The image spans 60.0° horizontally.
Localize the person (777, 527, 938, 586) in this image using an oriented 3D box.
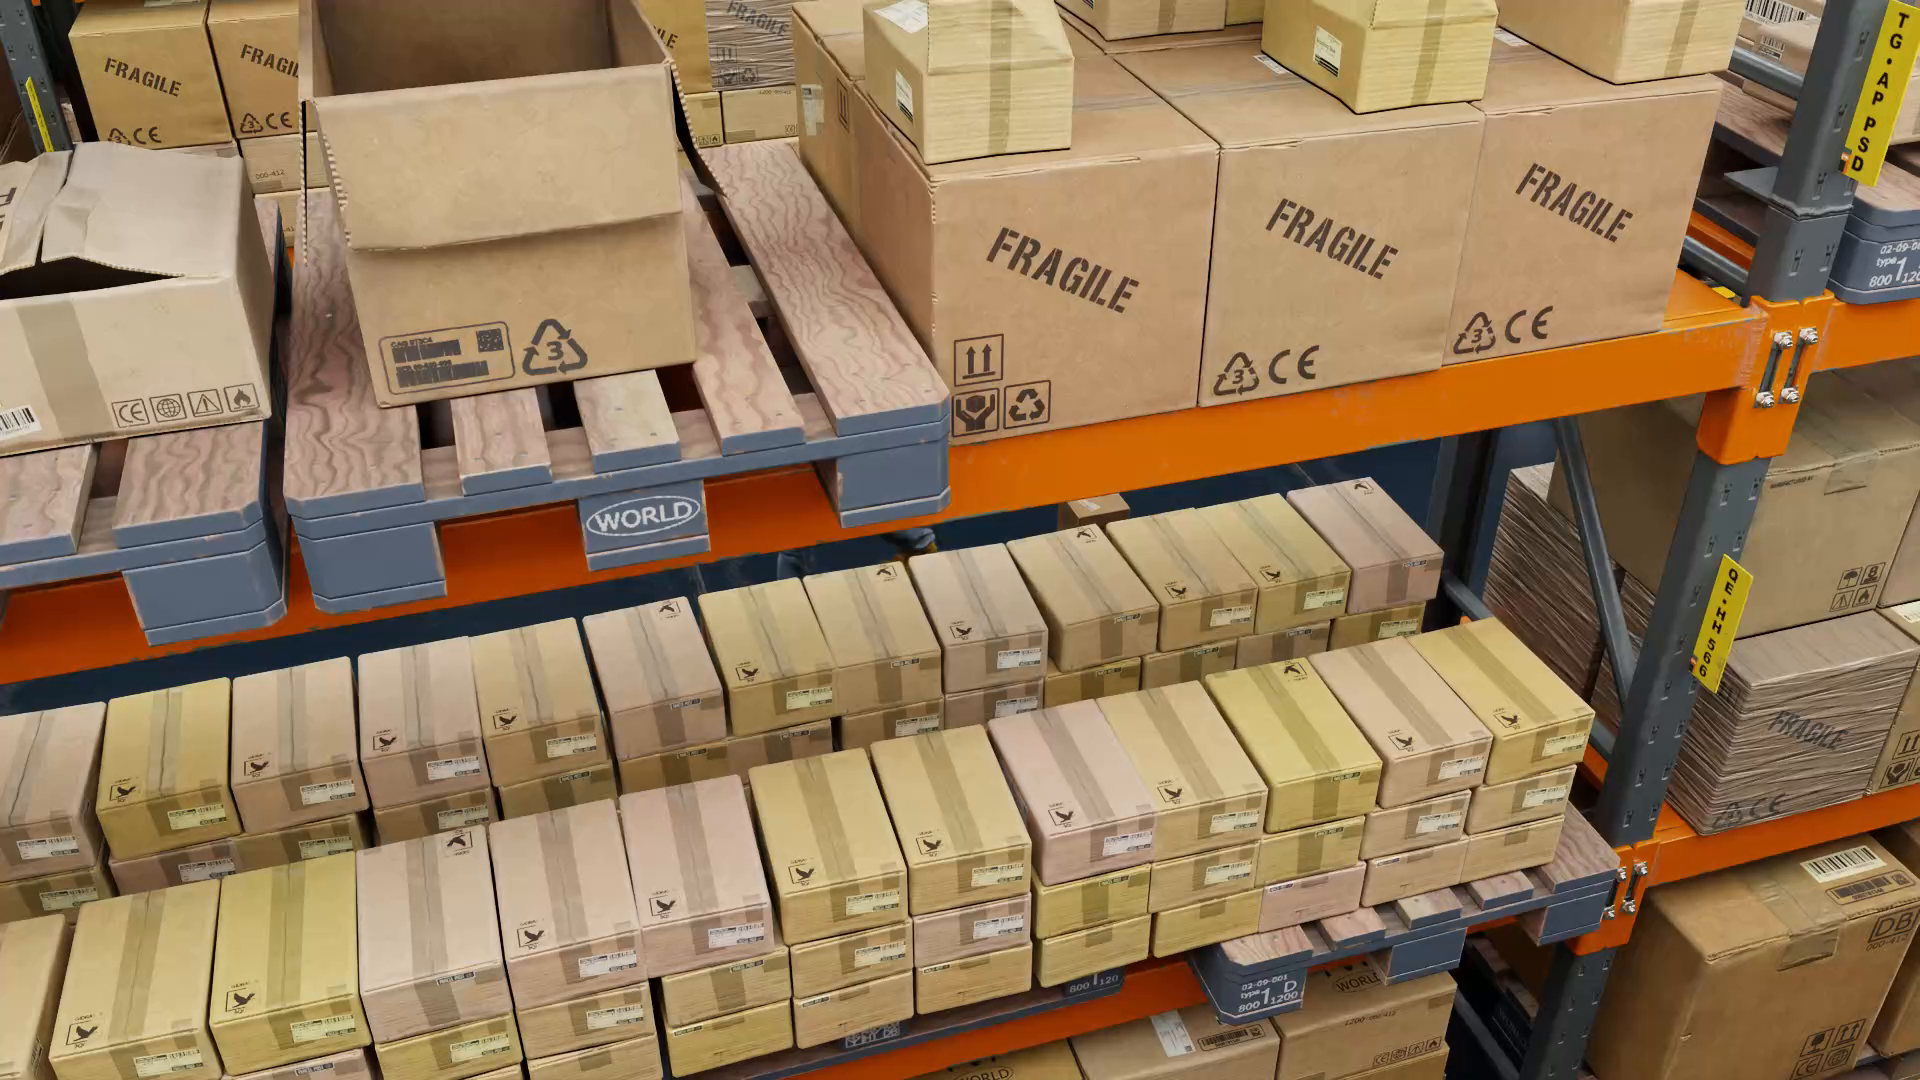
[{"bbox_3d":[-0.540,-0.409,6.748,1.025,1.729,0.594,-17,37,-24],"label":"person"}]
